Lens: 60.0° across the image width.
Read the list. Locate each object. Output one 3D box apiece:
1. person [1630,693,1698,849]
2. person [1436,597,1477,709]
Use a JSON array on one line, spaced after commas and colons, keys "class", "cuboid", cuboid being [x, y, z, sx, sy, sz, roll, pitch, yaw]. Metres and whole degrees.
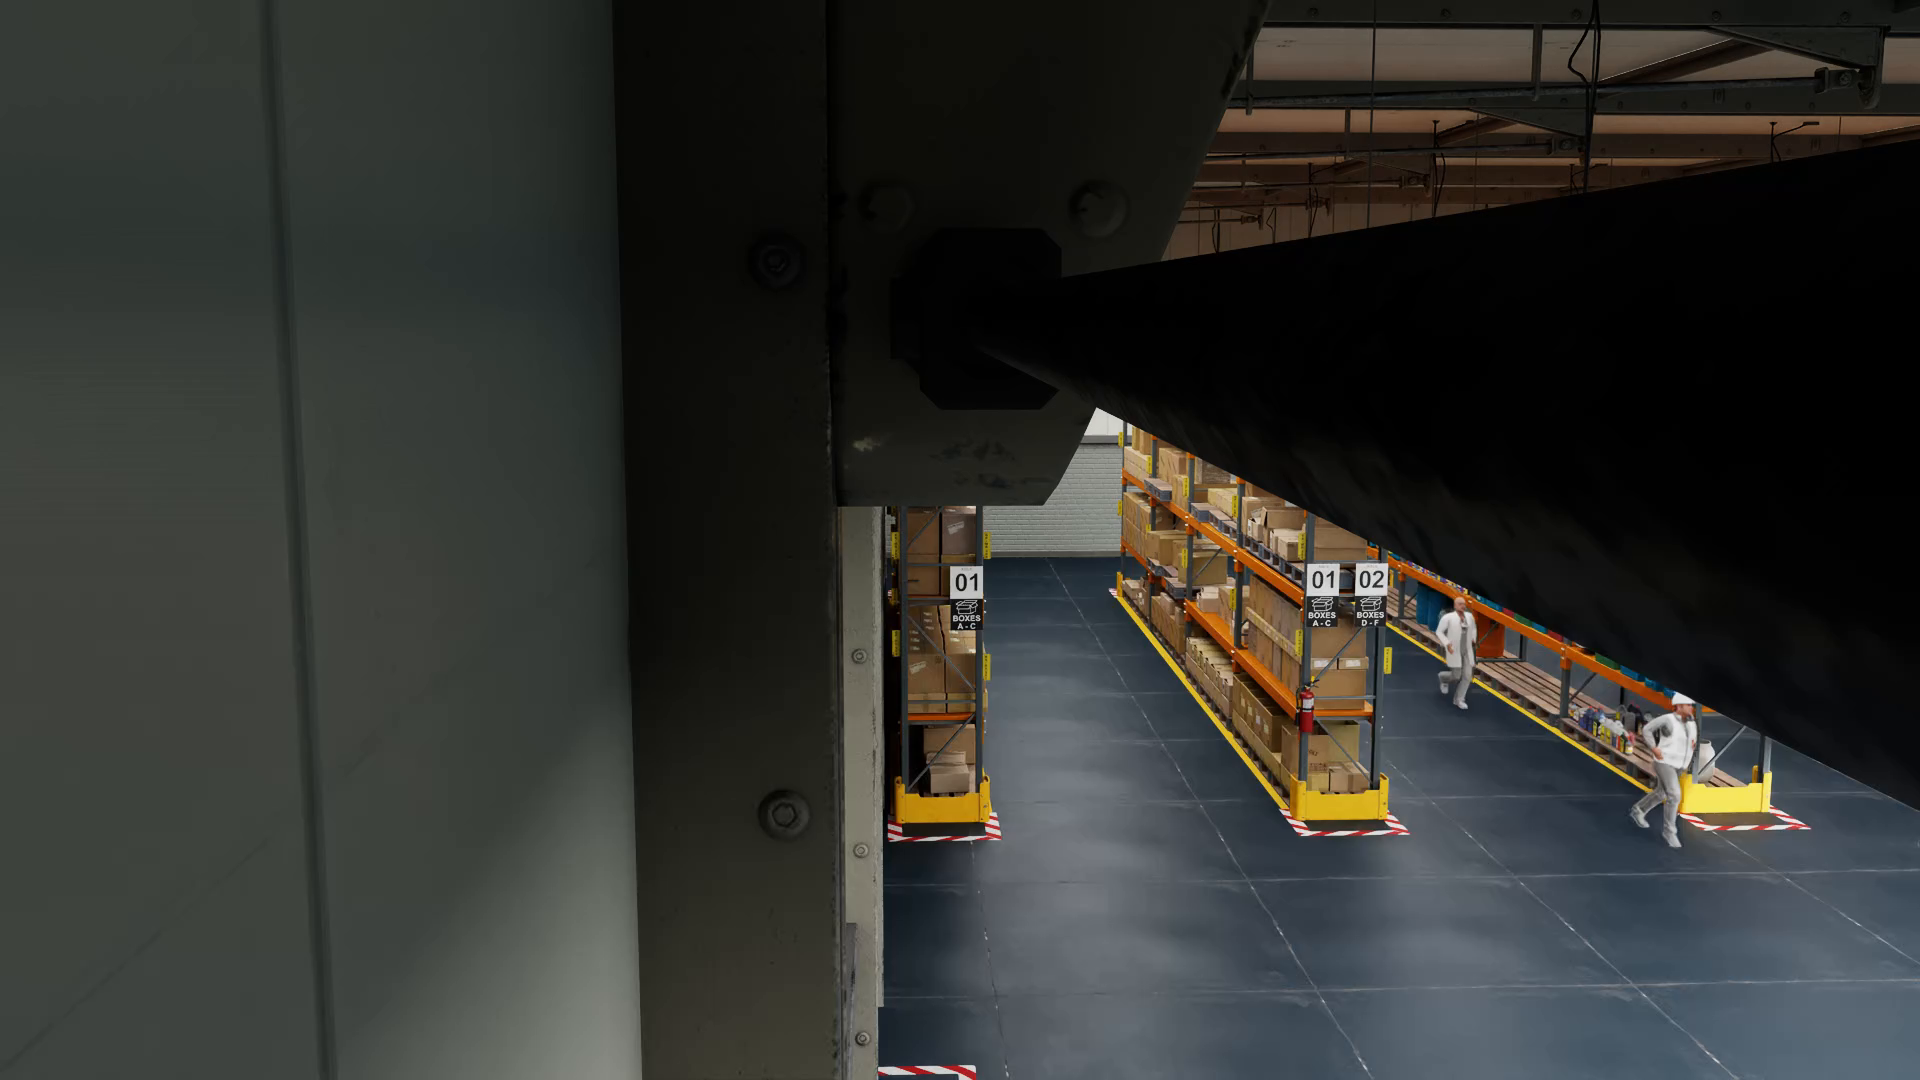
[{"class": "person", "cuboid": [8.510, 2.684, 19.915, 0.698, 1.779, 0.875, -4, 9, -27]}, {"class": "person", "cuboid": [7.920, 1.770, 26.454, 0.711, 1.743, 0.756, -1, 8, -10]}]
